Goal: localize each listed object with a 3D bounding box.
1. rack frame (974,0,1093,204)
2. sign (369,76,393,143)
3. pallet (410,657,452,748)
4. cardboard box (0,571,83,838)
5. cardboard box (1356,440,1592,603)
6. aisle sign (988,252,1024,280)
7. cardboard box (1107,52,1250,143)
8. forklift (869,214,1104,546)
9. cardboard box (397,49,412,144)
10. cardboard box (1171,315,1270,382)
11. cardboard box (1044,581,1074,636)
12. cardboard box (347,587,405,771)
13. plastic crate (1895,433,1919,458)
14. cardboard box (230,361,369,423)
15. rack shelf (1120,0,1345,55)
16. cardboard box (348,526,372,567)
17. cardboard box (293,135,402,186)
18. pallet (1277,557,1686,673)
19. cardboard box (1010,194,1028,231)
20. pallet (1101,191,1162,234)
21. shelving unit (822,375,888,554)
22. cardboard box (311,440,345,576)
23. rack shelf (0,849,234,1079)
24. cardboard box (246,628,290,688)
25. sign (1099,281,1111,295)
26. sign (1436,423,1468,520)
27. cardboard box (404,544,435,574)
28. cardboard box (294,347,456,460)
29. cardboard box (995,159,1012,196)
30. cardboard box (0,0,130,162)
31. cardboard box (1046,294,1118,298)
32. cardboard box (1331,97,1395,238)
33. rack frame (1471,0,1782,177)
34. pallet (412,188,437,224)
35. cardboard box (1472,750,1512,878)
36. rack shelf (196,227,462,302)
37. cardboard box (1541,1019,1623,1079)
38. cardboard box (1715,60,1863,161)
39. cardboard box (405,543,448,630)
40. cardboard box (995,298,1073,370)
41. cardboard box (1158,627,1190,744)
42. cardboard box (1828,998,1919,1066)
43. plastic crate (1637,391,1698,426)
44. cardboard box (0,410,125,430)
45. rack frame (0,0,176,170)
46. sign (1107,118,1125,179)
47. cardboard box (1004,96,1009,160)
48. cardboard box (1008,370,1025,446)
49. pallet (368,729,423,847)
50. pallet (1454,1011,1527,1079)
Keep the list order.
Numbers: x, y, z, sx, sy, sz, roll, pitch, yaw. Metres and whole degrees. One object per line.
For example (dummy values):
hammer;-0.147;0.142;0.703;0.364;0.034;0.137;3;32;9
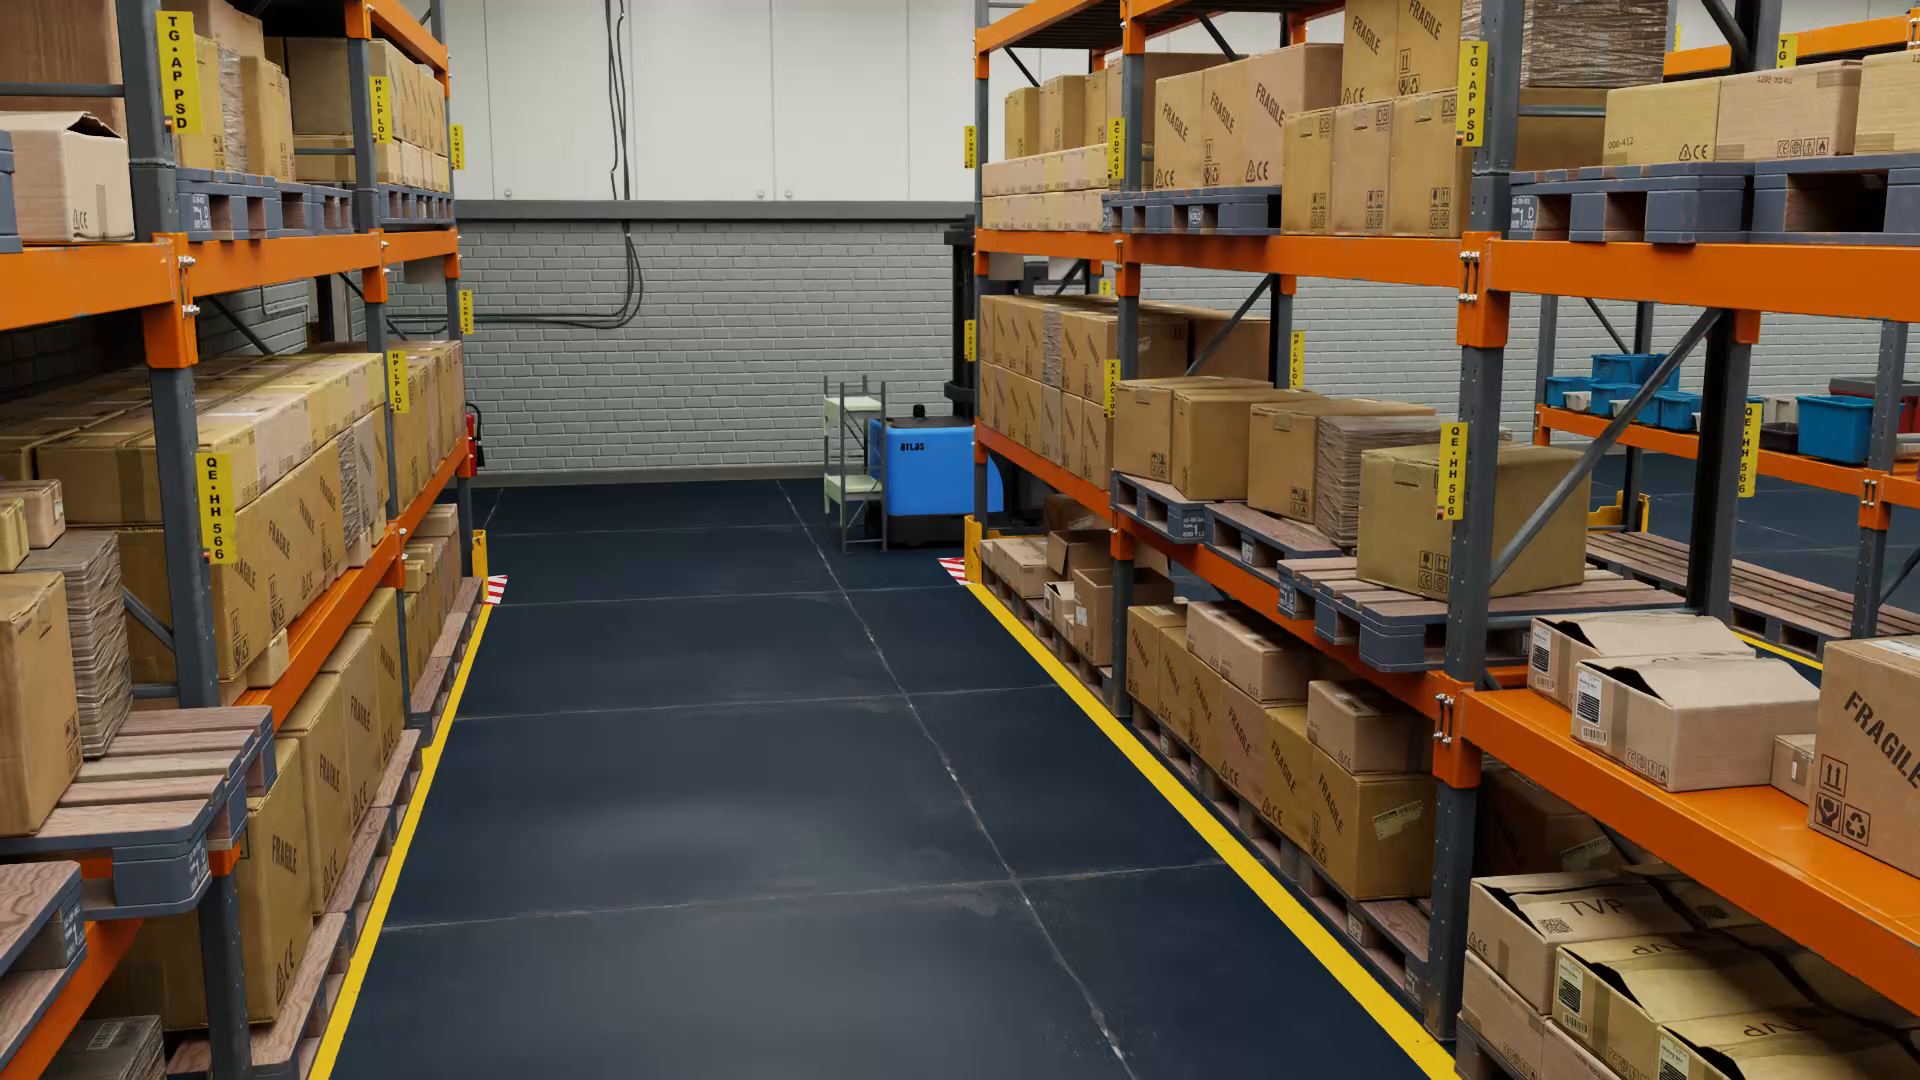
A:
rack frame;0.617;-4.134;12.901;1.000;3.000;0.127;-2;11;-11
sign;-2.933;-2.176;8.413;0.100;0.325;0.005;-2;11;-11
pallet;-3.534;0.955;9.666;1.003;0.211;1.213;-2;11;-11
cardboard box;-2.449;0.384;3.769;0.700;0.500;0.500;-3;11;-16
cardboard box;1.940;-0.086;6.290;0.700;0.500;0.500;-6;12;-30
aisle sign;0.316;-2.466;13.229;0.394;0.787;0.004;-2;11;-11
cardboard box;1.263;-2.555;9.686;0.700;0.500;0.500;-2;11;-11
forklift;0.714;-1.506;15.321;3.031;2.935;1.130;-3;11;-13
cardboard box;-3.433;-2.531;9.507;0.500;0.500;0.500;-2;11;-12
cardboard box;1.579;-1.090;10.013;0.500;0.500;0.500;-2;11;-10
cardboard box;0.860;0.420;11.036;0.500;0.311;0.500;-2;11;-11
cardboard box;-3.209;0.692;8.218;0.750;0.750;0.750;-2;11;-10
plastic crate;6.304;-0.623;11.046;0.396;0.136;0.243;-2;11;-11
cardboard box;-3.032;-0.675;7.653;0.500;0.250;0.500;-2;11;-10
rack shelf;1.784;-2.483;7.225;1.077;0.370;4.000;-2;11;-11
cardboard box;-2.932;0.034;7.668;0.380;0.149;0.250;-2;11;-11
cardboard box;-3.339;-2.064;9.059;0.500;0.250;0.500;-2;11;-11
pallet;1.972;0.253;6.411;1.213;0.211;1.003;-2;11;-11
cardboard box;0.651;-2.299;11.687;0.500;0.250;0.500;-2;11;-11
pallet;1.453;-1.712;8.703;1.213;0.211;1.003;-2;11;-11
shelving unit;-0.943;-0.693;14.881;0.431;1.500;0.755;-3;11;-15
cardboard box;-2.826;-0.125;6.767;0.500;0.500;0.500;-2;11;-9
rack shelf;-2.296;1.182;2.944;1.077;0.370;4.000;-2;11;-11
cardboard box;-2.531;0.408;5.703;0.380;0.149;0.250;-2;11;-9
sign;1.165;-1.927;13.411;0.100;0.325;0.005;-2;11;-11
sign;1.643;-0.228;5.540;0.100;0.325;0.005;-2;11;-11
cardboard box;-3.498;0.125;10.400;0.380;0.149;0.250;-2;11;-13
cardboard box;-3.980;-0.927;11.296;0.980;0.700;0.700;-2;11;-11
cardboard box;0.552;-2.637;12.121;0.500;0.250;0.500;-2;11;-11
cardboard box;-2.834;-1.363;4.920;0.700;0.500;0.500;-3;11;-15
cardboard box;0.973;-1.655;12.983;0.500;0.500;0.500;-2;11;-12
cardboard box;1.956;-1.414;6.369;0.910;0.500;0.500;-2;11;-11
rack frame;2.173;-2.667;5.193;1.000;3.000;0.127;-2;11;-11
pallet;-3.846;-2.076;10.349;1.003;0.211;1.213;-2;11;-11
cardboard box;2.257;1.103;6.943;0.500;0.500;0.500;-3;11;-13
rack shelf;-3.852;-1.759;10.372;1.077;0.370;4.000;-2;11;-11
cardboard box;2.085;1.624;4.926;0.500;0.250;0.500;-2;11;-13
cardboard box;2.436;-1.149;4.520;0.500;0.250;0.500;-2;11;-9
cardboard box;-3.811;0.325;11.085;0.700;0.500;0.500;-2;11;-13
cardboard box;0.554;-1.540;12.379;0.500;0.500;0.500;-2;11;-10
cardboard box;1.365;0.754;8.776;0.500;0.500;0.500;-2;11;-10
cardboard box;2.719;1.424;4.475;0.500;0.311;0.500;-2;11;-11
plastic crate;5.458;-1.015;12.846;0.416;0.233;0.300;-2;11;-11
cardboard box;-3.125;-0.281;5.582;0.500;0.250;0.500;-2;11;-13
rack frame;-2.685;-2.486;4.243;1.000;3.000;0.127;-2;11;-11
sign;0.864;-2.159;9.168;0.100;0.325;0.005;-2;11;-11
cardboard box;0.733;-3.107;12.587;0.700;0.500;0.500;-2;11;-11
cardboard box;0.645;-0.958;11.995;0.500;0.500;0.500;-2;11;-11
pallet;-3.239;1.236;8.190;1.003;0.211;1.213;-2;11;-11
pallet;2.295;1.803;5.214;1.003;0.211;1.213;-2;11;-11
